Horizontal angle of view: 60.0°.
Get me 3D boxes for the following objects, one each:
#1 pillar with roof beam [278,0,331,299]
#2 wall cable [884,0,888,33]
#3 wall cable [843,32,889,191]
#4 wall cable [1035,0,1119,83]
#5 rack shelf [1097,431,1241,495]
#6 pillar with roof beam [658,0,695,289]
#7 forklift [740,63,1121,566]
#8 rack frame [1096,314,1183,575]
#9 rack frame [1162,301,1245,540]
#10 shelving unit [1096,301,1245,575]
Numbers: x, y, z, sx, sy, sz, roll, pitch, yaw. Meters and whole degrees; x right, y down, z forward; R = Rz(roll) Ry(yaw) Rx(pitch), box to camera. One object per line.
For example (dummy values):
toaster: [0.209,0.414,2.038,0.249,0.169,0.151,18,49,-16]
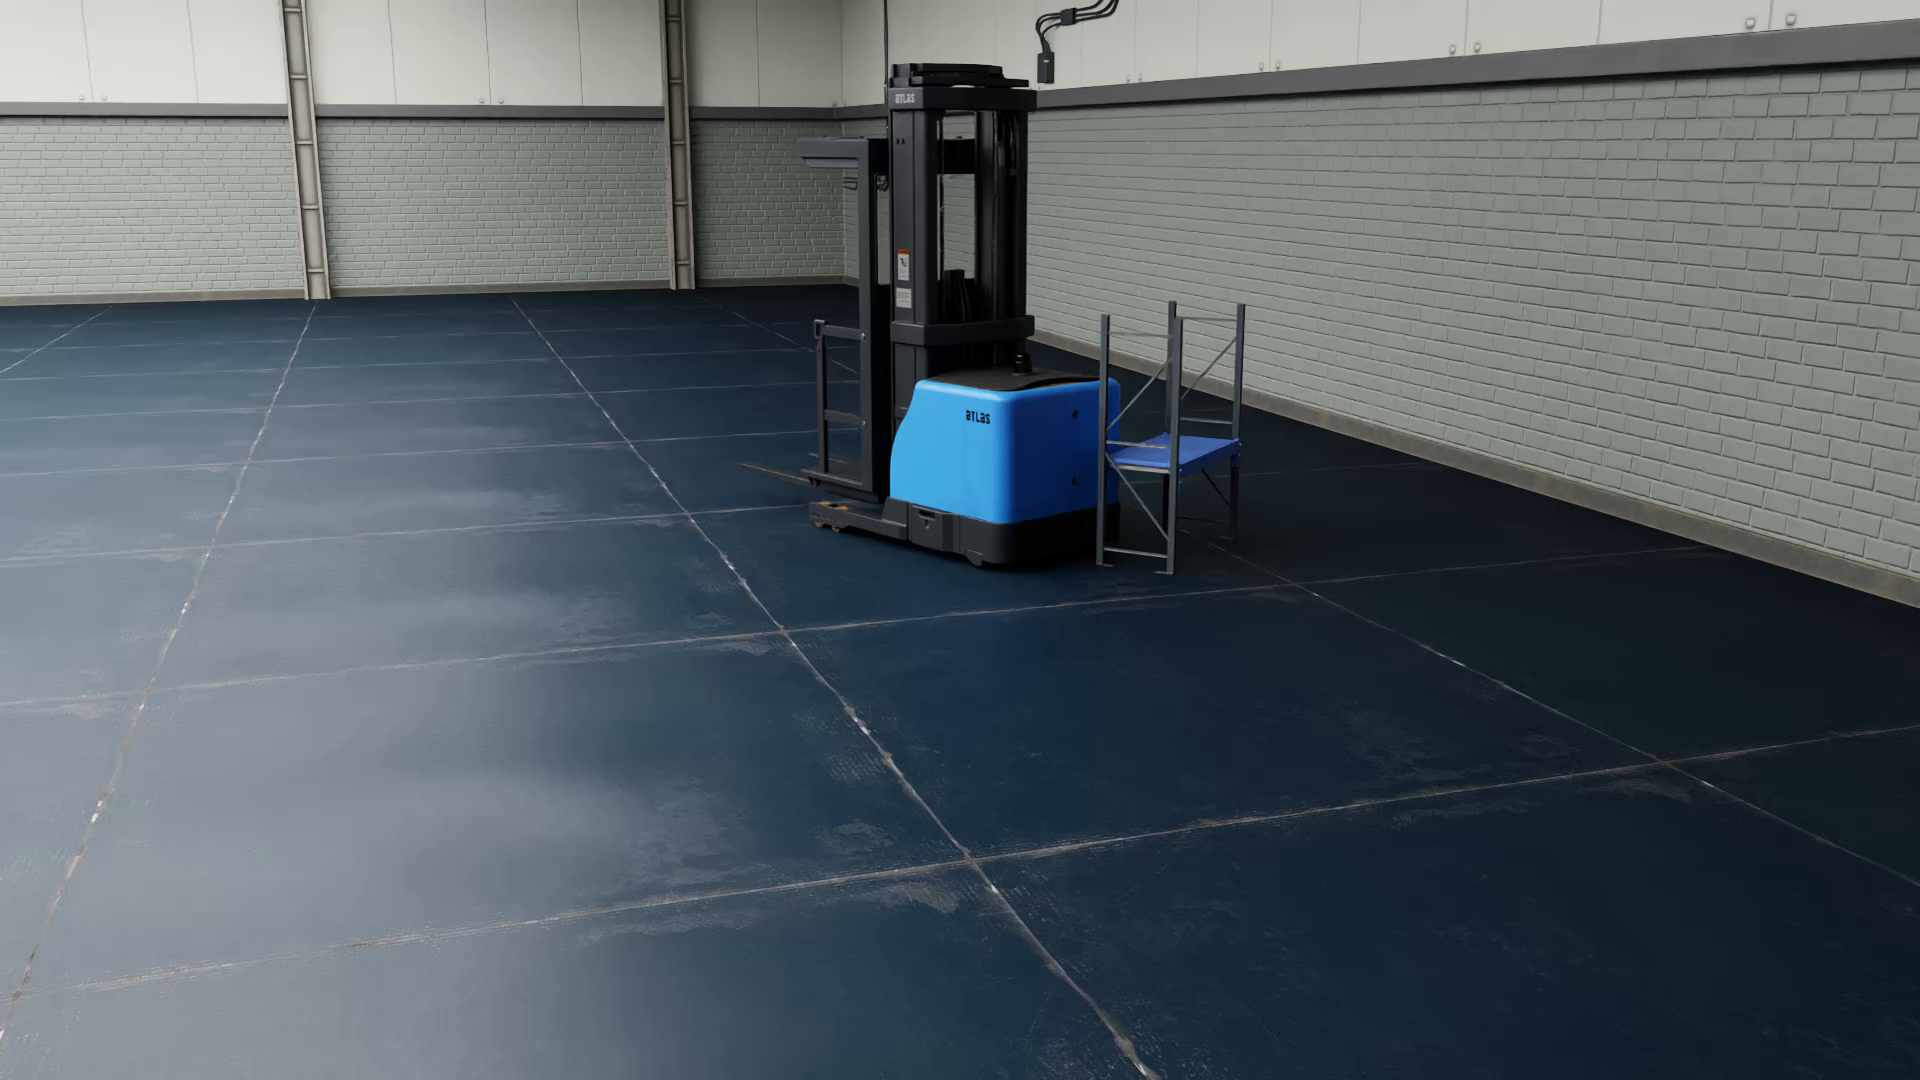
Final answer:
pillar with roof beam: [-9.190,-7.413,22.361,0.400,9.000,9.100,-4,14,-18]
wall cable: [-0.799,-9.080,25.168,0.112,2.526,3.097,-4,14,-18]
wall cable: [-1.662,-7.217,28.247,0.112,2.526,3.097,-4,14,-18]
wall cable: [1.351,-8.299,18.735,0.169,6.003,2.305,-4,14,-18]
rack shelf: [1.295,-0.481,10.201,0.538,0.185,1.000,7,15,29]
pillar with roof beam: [-3.503,-7.856,24.223,0.400,9.000,9.100,-4,14,-18]
forklift: [-0.349,-1.549,10.821,1.130,2.935,3.031,-11,17,-40]
rack frame: [1.044,-0.553,9.729,0.500,1.500,0.032,7,15,29]
rack frame: [1.545,-0.758,10.590,0.500,1.500,0.032,7,15,29]
shelving unit: [1.295,-0.656,10.159,0.538,1.500,1.048,7,15,29]
